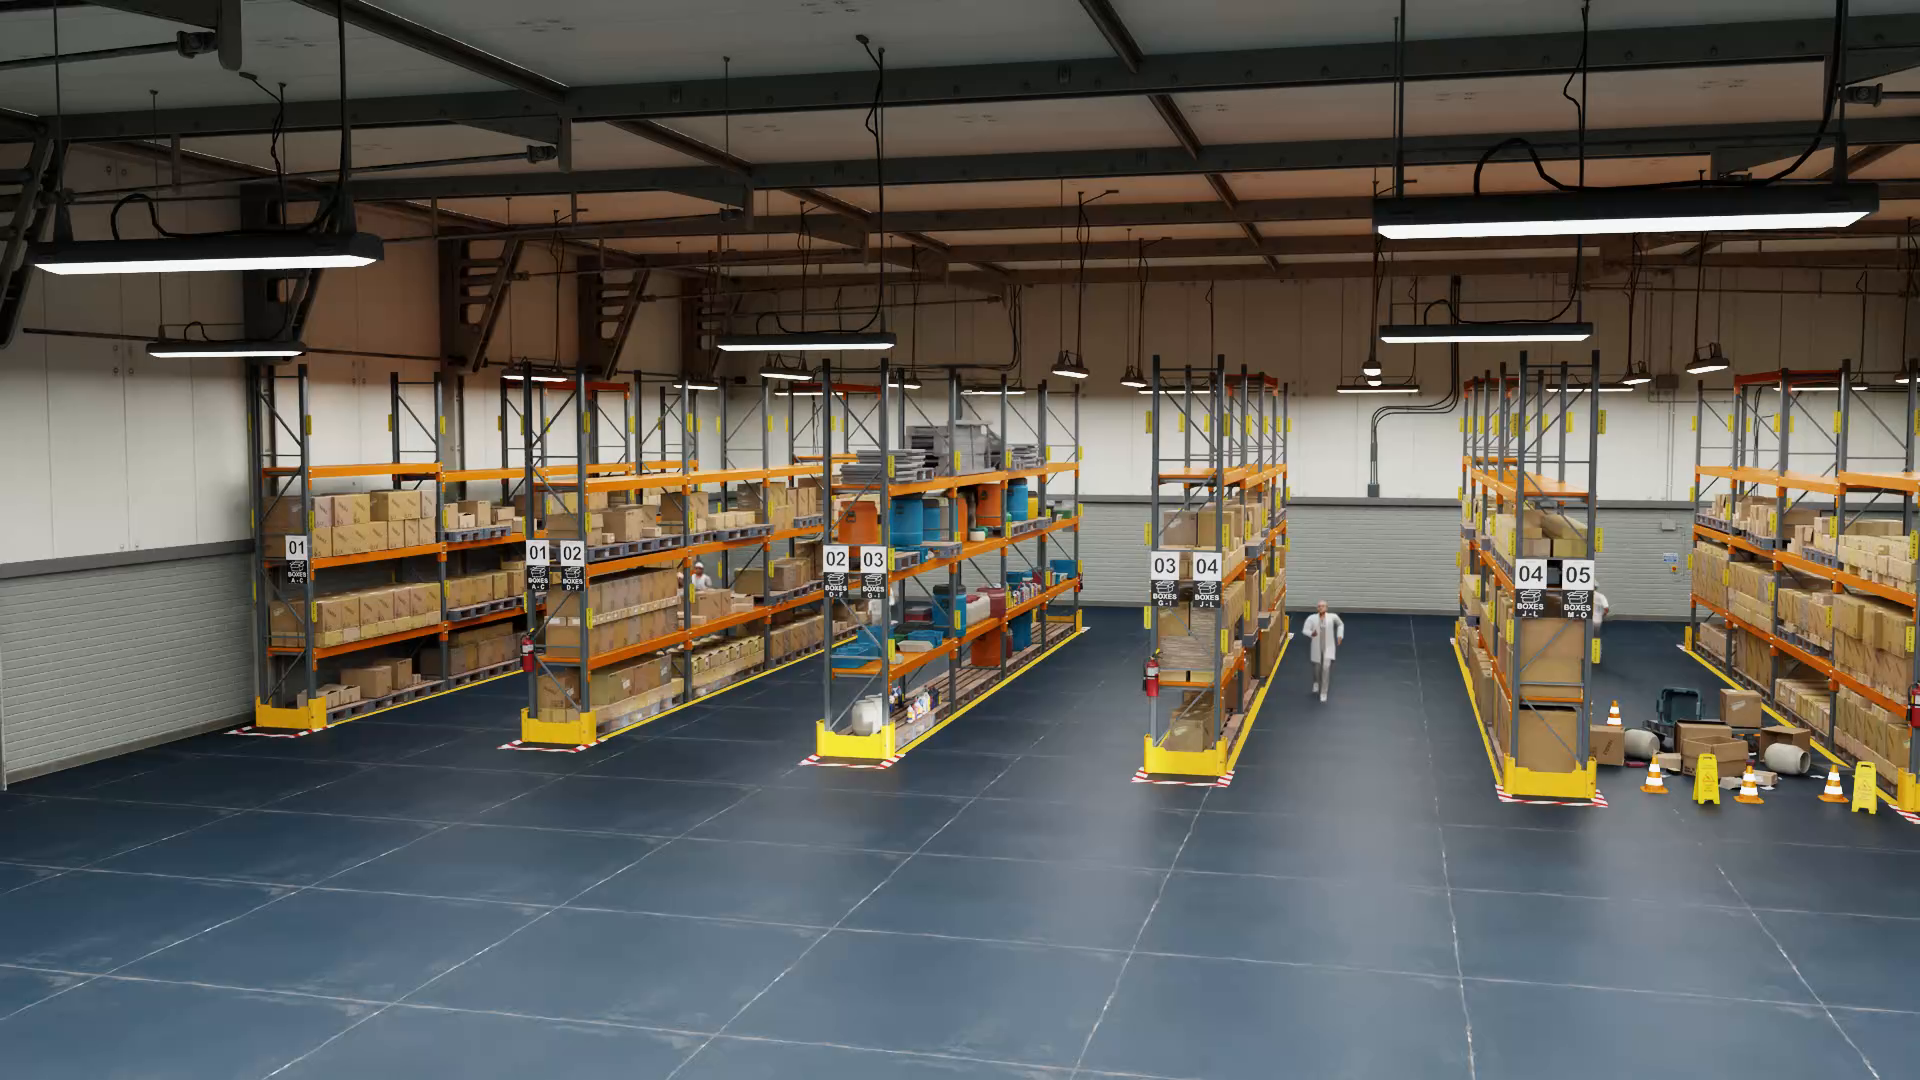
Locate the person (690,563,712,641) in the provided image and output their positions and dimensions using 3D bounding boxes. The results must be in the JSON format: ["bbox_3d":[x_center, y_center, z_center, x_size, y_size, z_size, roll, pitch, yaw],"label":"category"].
[{"bbox_3d":[-6.028,1.438,38.531,0.607,1.837,0.843,0,4,0],"label":"person"}]

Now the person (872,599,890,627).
[{"bbox_3d":[-1.591,1.553,33.437,0.360,1.679,0.799,1,4,13],"label":"person"}]

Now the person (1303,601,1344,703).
[{"bbox_3d":[6.659,2.007,30.510,0.724,1.813,1.051,1,4,18],"label":"person"}]

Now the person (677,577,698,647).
[{"bbox_3d":[-6.116,1.542,36.401,0.660,1.641,0.839,1,4,11],"label":"person"}]

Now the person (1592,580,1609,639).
[{"bbox_3d":[13.350,1.708,35.152,0.648,1.737,0.560,0,4,6],"label":"person"}]
